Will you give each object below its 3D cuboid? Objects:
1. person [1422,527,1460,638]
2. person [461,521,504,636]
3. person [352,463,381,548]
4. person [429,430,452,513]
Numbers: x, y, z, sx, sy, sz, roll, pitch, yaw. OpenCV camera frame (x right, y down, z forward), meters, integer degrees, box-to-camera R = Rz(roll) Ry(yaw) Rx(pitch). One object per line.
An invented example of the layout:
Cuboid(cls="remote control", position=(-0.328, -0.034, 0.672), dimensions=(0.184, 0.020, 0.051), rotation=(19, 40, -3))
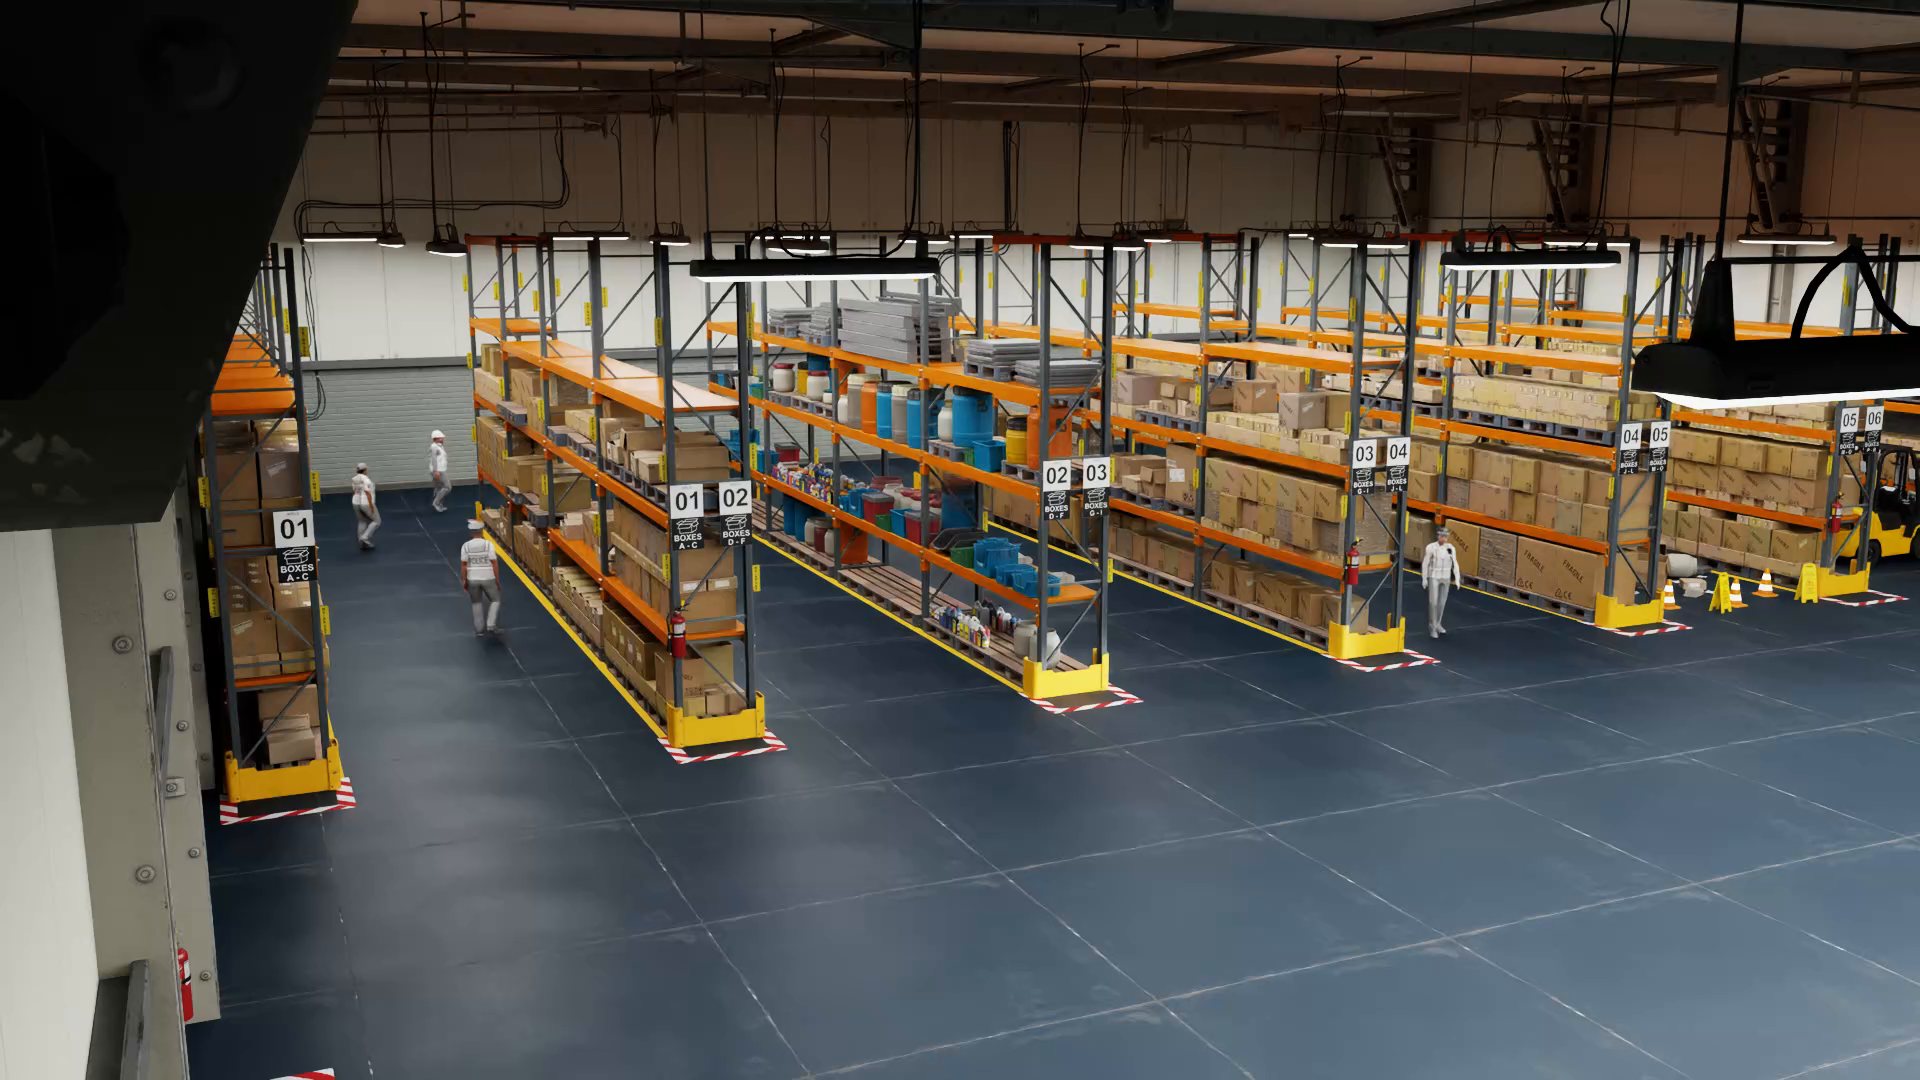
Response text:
Cuboid(cls="person", position=(7.375, 0.648, 25.514), dimensions=(0.540, 1.739, 0.487), rotation=(0, 11, -2))
Cuboid(cls="person", position=(-7.303, 0.611, 25.374), dimensions=(0.599, 1.756, 0.540), rotation=(-1, 11, -5))
Cuboid(cls="person", position=(-11.544, -0.661, 32.179), dimensions=(0.521, 1.664, 0.489), rotation=(7, 13, 31))
Cuboid(cls="person", position=(-11.306, -1.497, 36.130), dimensions=(0.428, 1.781, 0.553), rotation=(-5, 12, -22))
